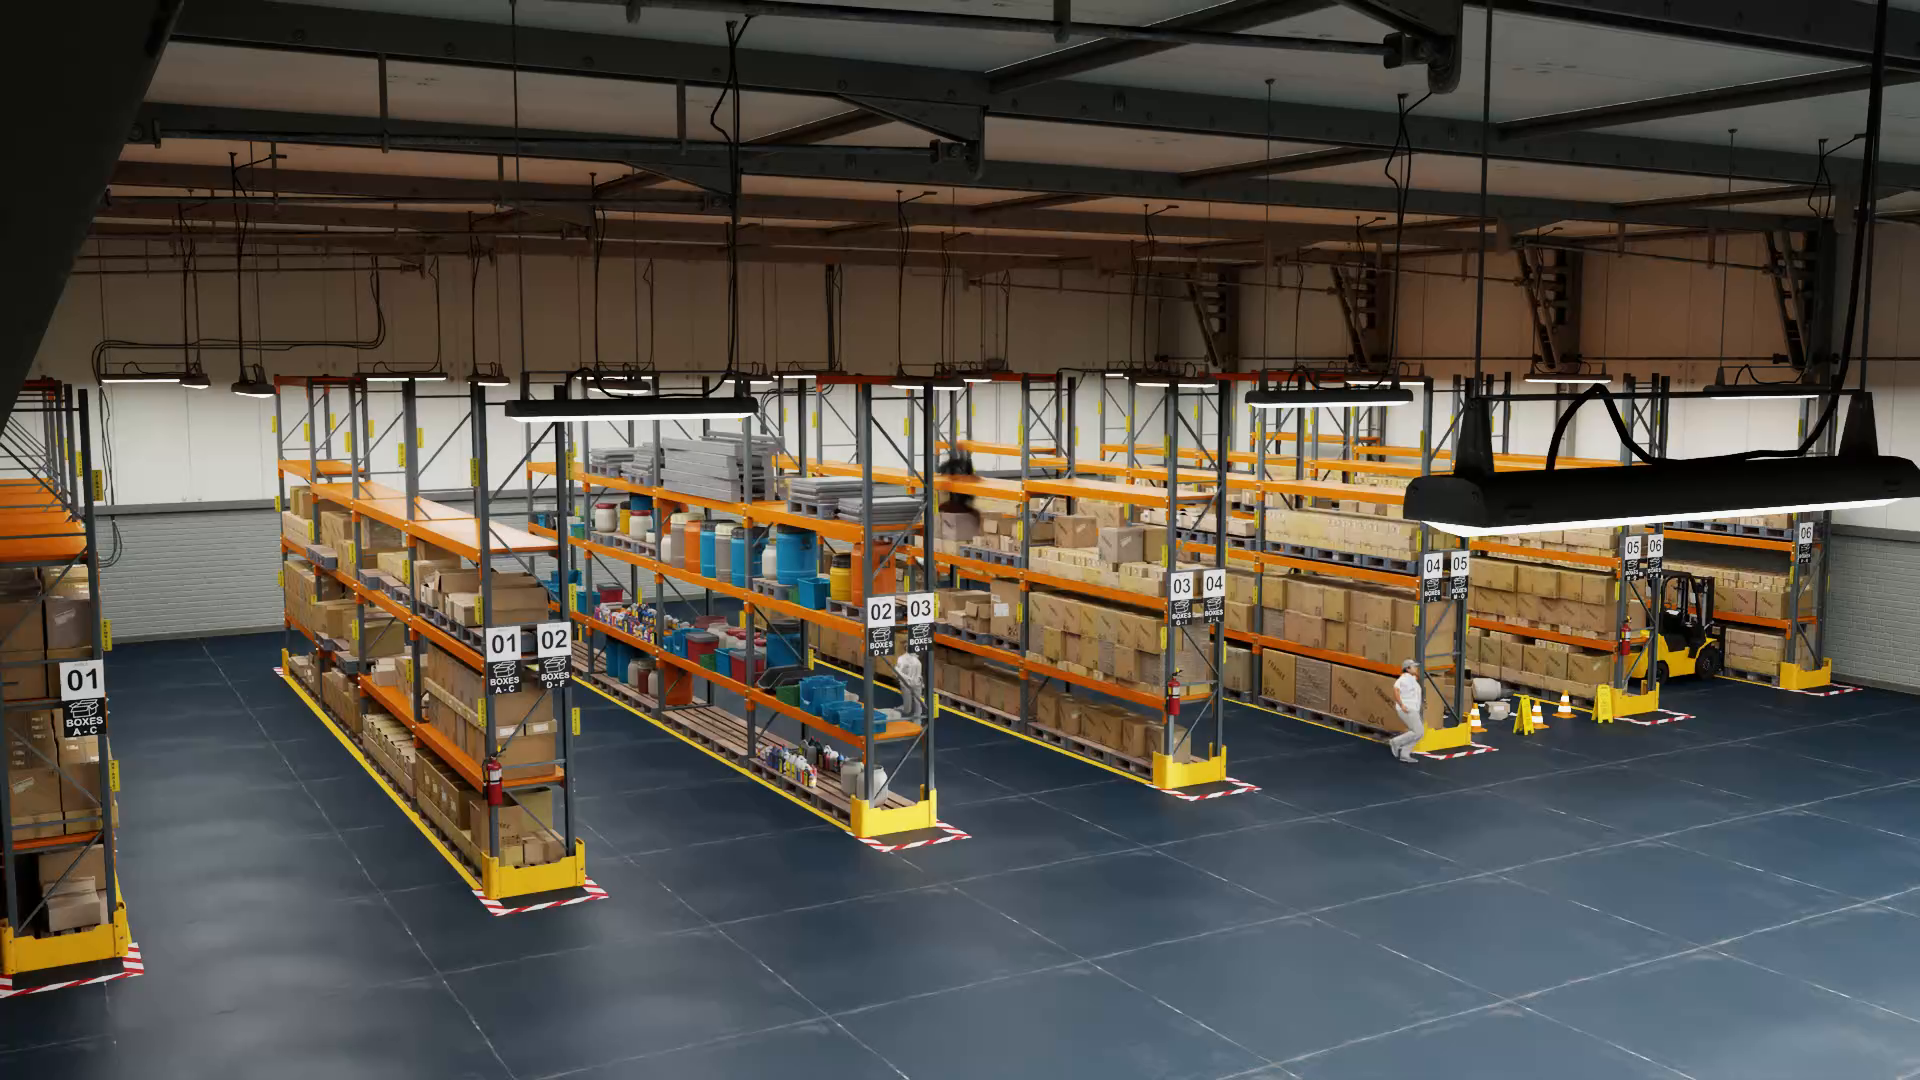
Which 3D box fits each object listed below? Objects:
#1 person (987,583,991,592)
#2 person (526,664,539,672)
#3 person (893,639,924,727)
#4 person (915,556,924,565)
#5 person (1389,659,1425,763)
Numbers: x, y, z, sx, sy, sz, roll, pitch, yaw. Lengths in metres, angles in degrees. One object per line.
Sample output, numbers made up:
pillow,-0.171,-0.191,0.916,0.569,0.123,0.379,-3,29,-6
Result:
person,0.804,0.879,41.806,0.665,1.613,0.665,4,7,32
person,-7.514,2.298,29.043,0.711,1.733,0.795,-5,8,-40
person,-0.829,2.447,27.825,0.618,1.664,0.890,-6,8,-42
person,-1.072,0.950,41.802,0.610,1.679,0.613,-4,7,-32
person,7.093,2.680,26.161,0.480,1.603,0.656,3,7,25
